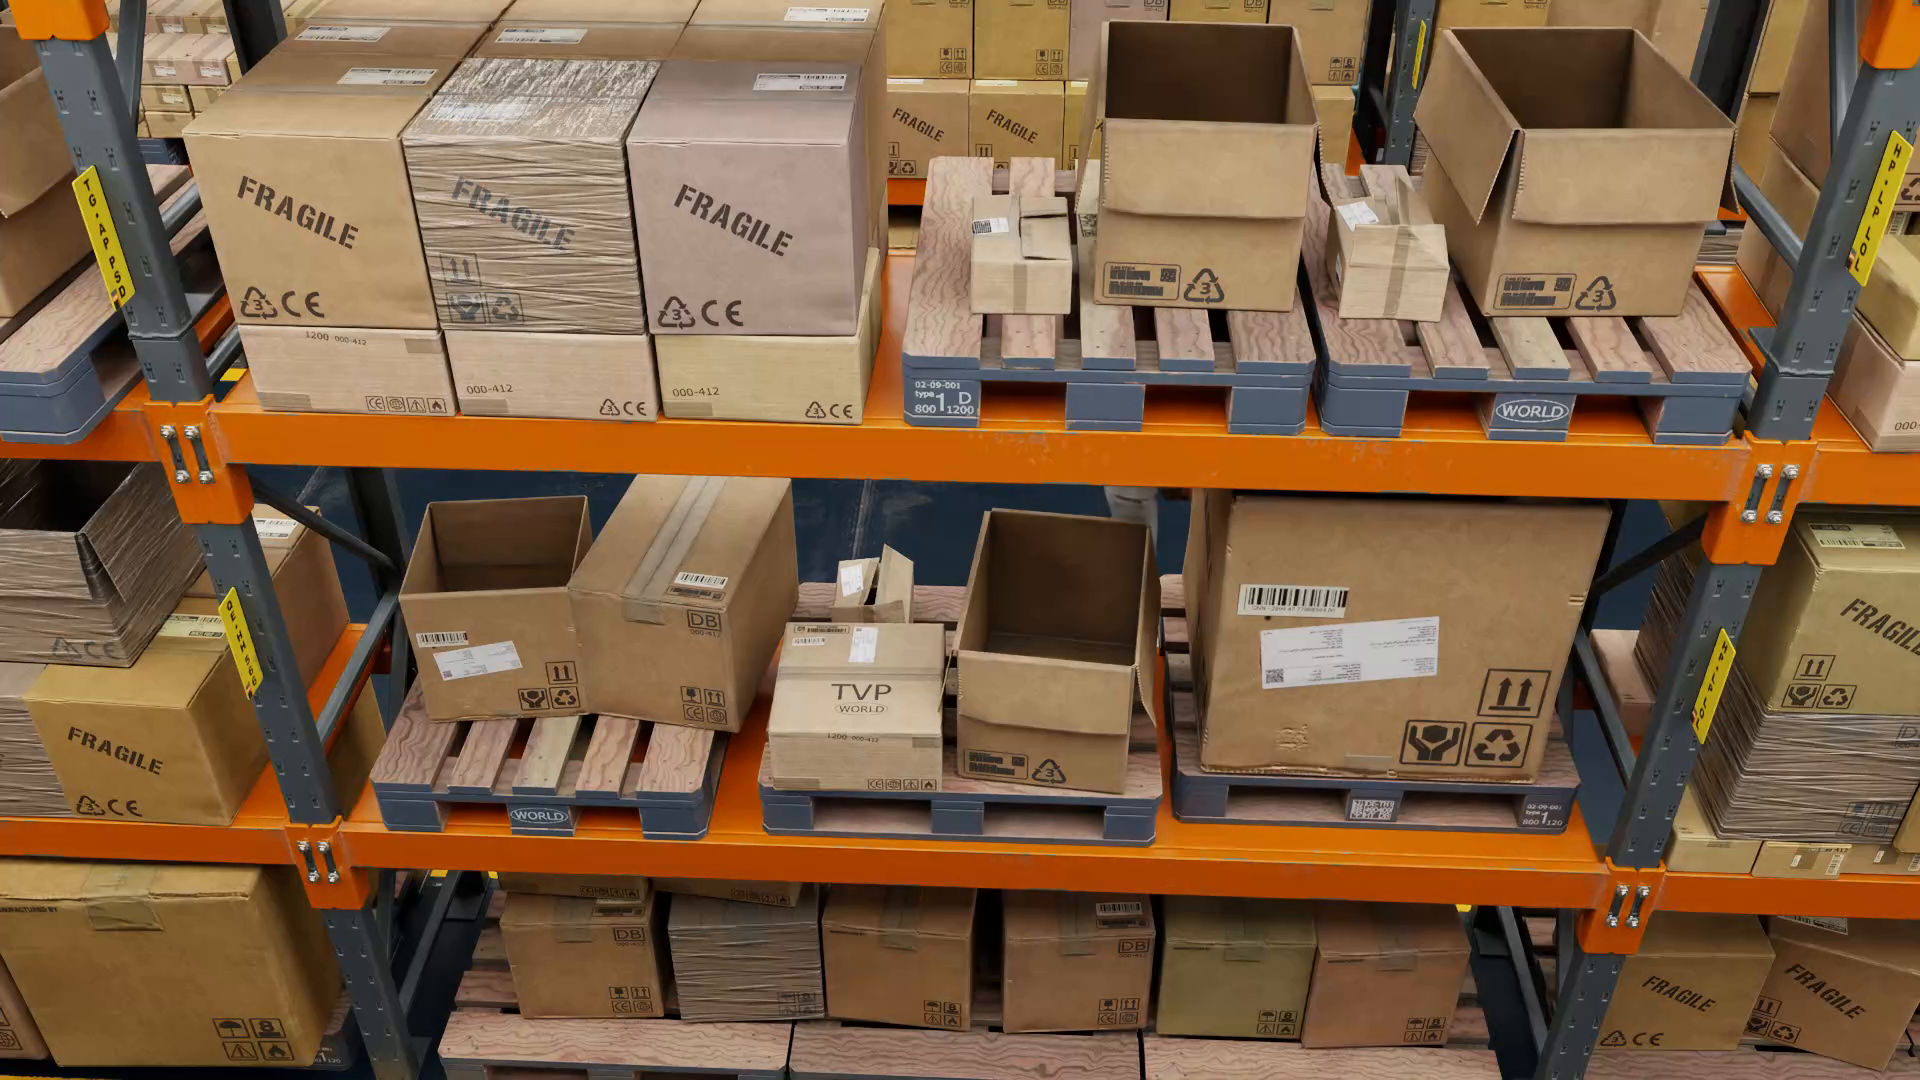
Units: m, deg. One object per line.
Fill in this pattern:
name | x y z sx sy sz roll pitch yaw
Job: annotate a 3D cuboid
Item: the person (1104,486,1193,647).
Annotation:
person | 0.825 -0.255 7.477 0.534 1.664 0.452 1 36 2
